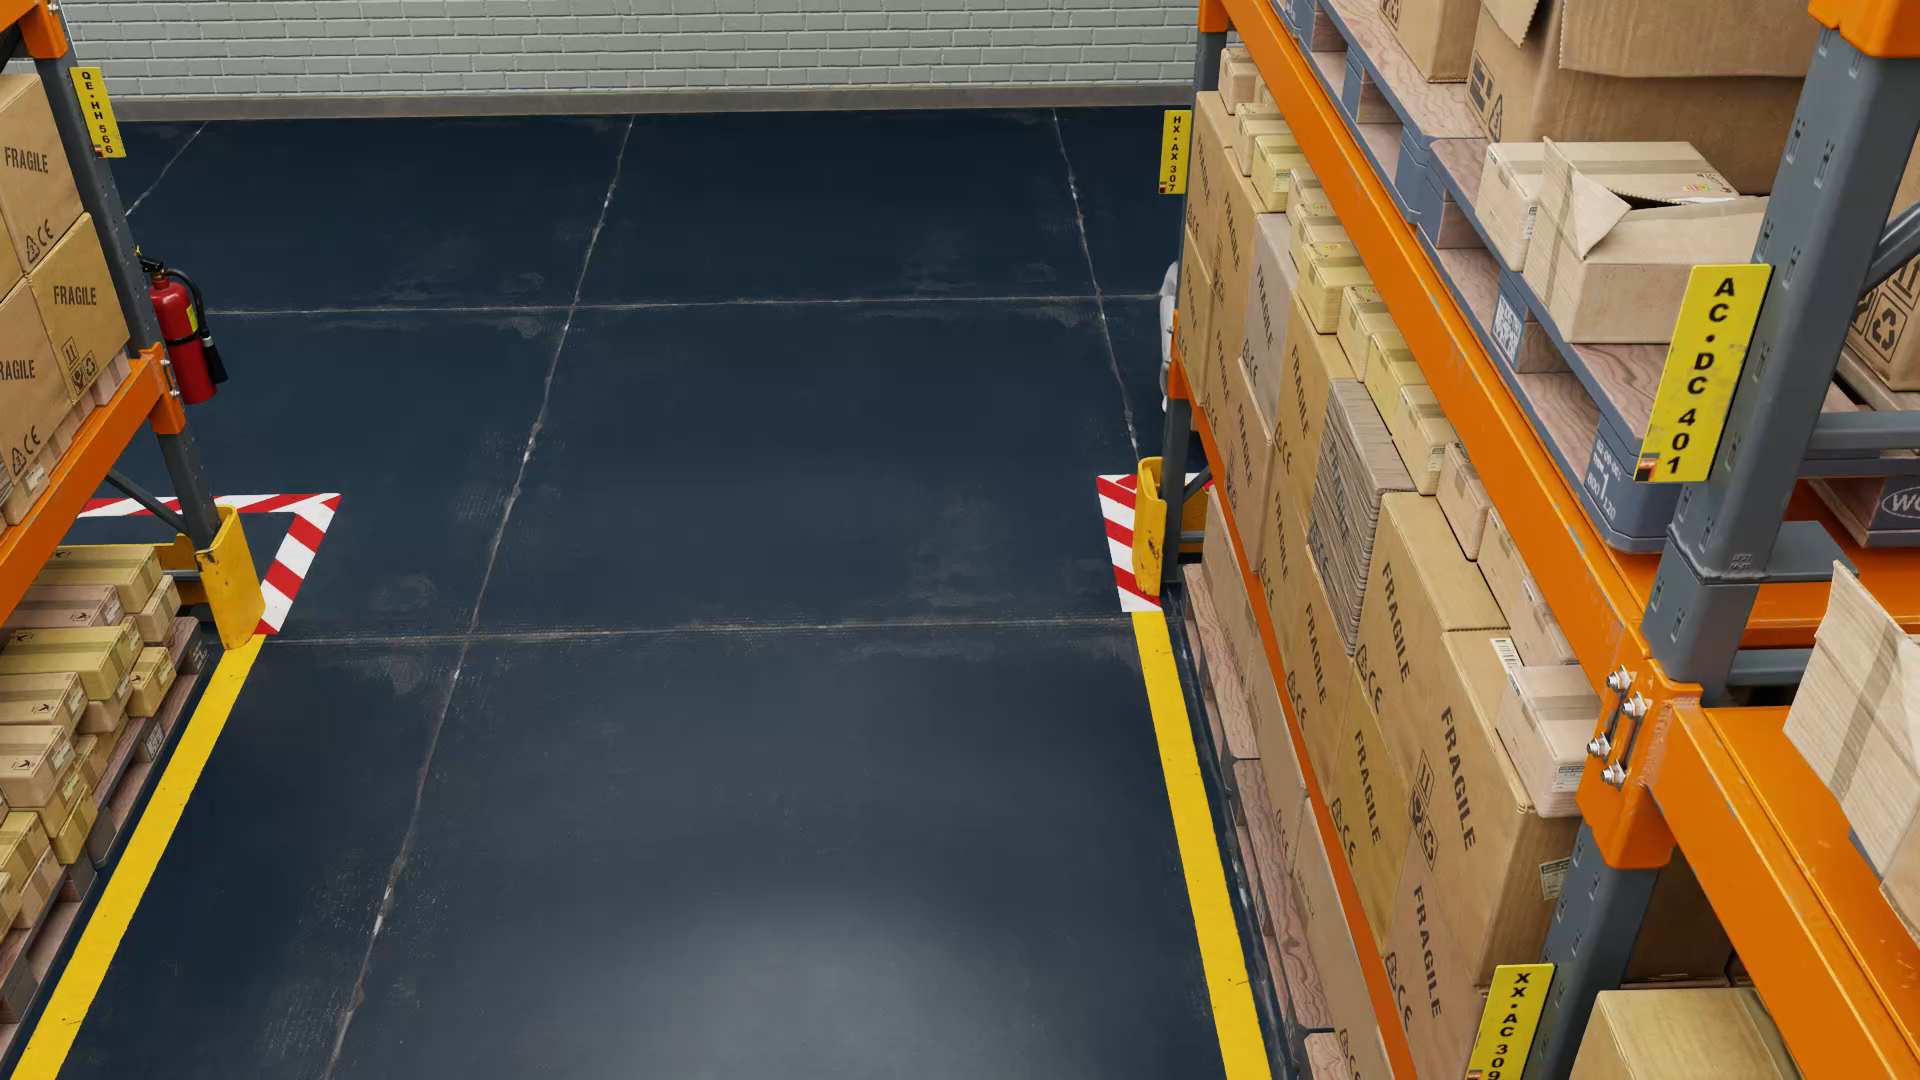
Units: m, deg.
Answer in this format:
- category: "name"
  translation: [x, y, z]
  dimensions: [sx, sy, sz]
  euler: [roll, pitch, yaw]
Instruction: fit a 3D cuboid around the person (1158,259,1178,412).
- category: "person"
  translation: [1.224, -1.004, 8.201]
  dimensions: [0.469, 0.938, 0.843]
  euler: [-3, 35, -4]
